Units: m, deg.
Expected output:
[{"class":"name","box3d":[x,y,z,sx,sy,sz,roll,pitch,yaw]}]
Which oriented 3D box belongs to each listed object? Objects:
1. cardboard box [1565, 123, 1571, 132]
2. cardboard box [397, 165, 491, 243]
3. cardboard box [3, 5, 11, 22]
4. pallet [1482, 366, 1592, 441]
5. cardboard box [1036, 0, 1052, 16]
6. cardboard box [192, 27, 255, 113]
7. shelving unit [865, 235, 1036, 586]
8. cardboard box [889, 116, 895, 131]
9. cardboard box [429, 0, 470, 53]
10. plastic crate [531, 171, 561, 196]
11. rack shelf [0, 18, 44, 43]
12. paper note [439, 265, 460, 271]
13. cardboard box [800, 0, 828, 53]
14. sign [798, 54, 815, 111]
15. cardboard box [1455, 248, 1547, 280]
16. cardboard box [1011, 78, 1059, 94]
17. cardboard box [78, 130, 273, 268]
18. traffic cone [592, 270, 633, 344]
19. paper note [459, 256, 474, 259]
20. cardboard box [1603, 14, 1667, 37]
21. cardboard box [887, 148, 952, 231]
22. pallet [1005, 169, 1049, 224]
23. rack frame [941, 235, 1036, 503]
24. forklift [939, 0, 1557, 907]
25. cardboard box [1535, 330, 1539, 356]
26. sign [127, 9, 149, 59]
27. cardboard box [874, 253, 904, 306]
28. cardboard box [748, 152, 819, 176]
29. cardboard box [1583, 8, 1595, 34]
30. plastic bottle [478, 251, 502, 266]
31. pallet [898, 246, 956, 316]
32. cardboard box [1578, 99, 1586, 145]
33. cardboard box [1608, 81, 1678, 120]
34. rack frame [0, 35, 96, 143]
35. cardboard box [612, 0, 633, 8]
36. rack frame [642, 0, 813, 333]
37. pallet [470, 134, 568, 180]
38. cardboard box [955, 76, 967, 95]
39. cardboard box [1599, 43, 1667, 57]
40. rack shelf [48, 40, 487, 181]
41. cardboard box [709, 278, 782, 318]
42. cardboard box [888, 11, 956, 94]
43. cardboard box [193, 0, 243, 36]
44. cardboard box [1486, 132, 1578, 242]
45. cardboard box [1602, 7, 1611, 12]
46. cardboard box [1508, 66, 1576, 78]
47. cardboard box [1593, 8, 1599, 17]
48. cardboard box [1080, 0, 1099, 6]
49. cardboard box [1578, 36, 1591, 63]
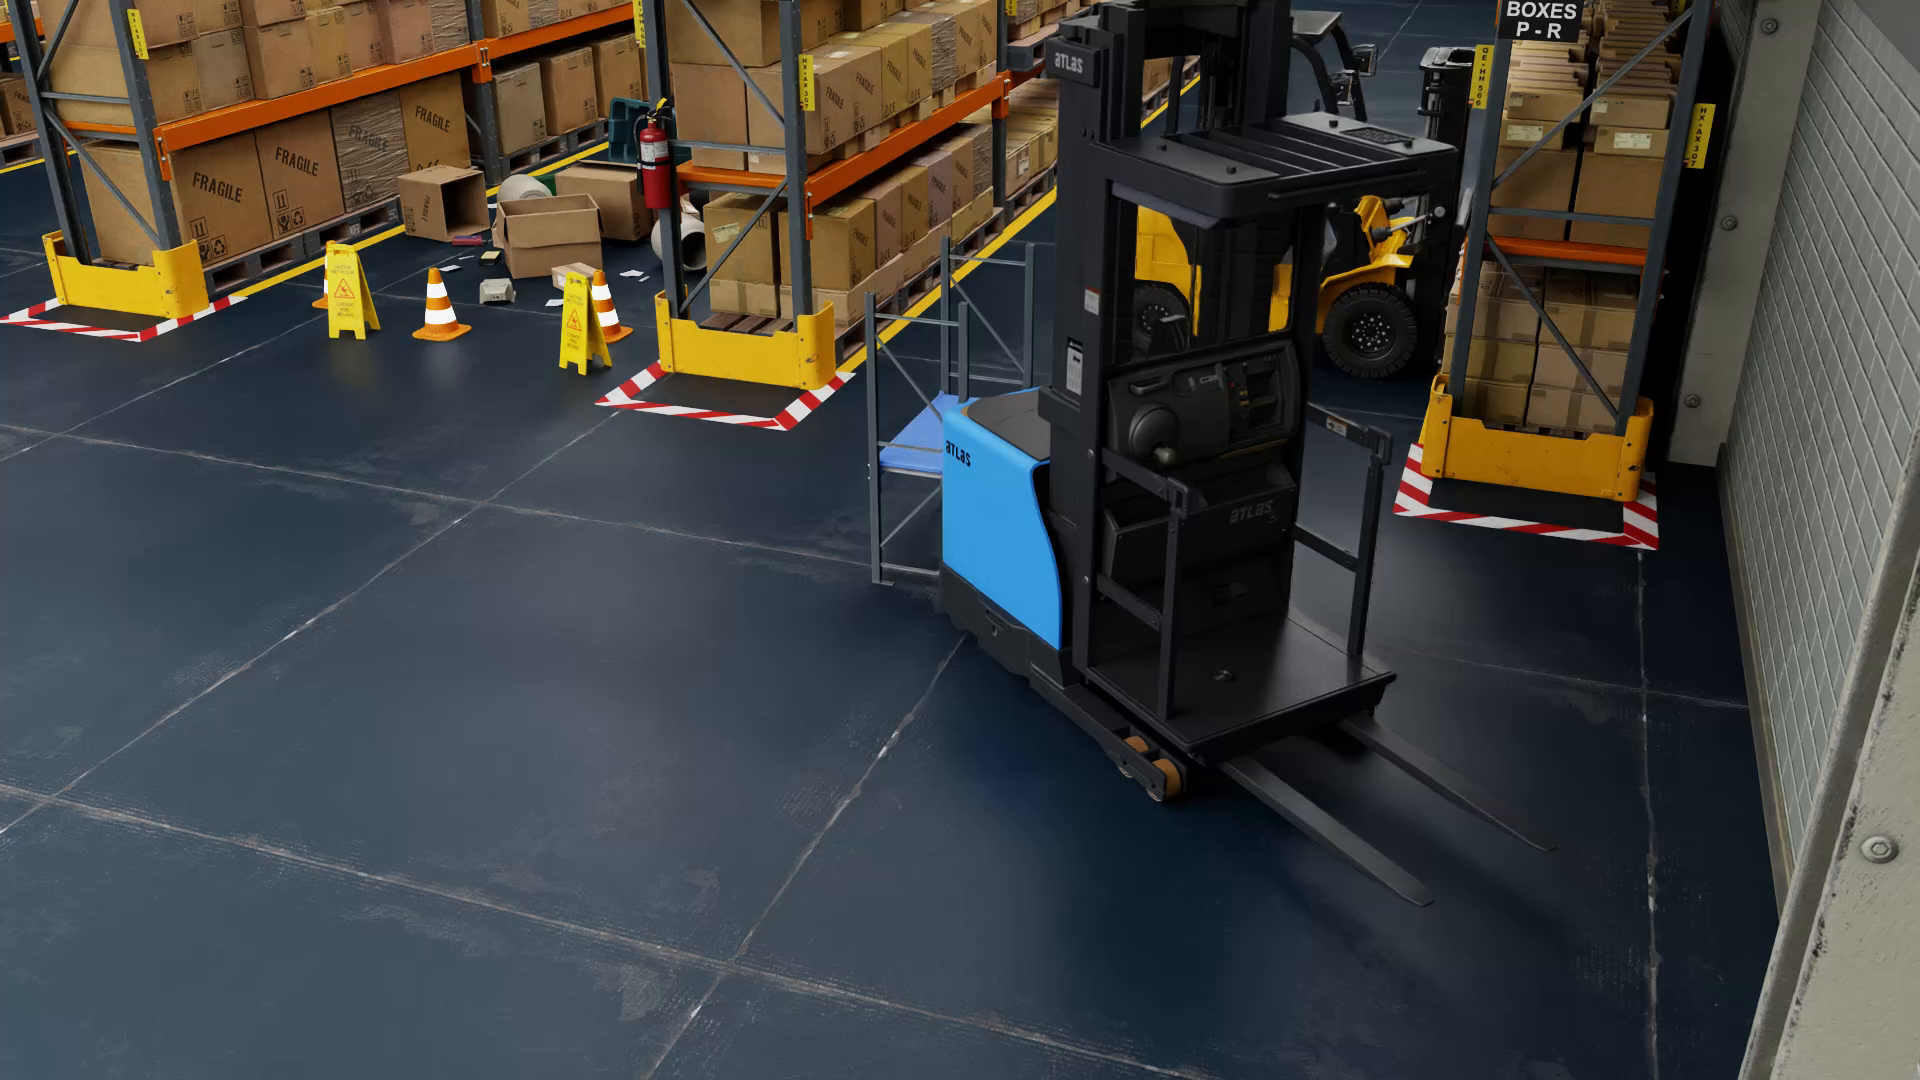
[{"class":"cardboard box","box3d":[3.299,-2.444,9.497,0.380,0.149,0.250,9,27,18]},{"class":"cardboard box","box3d":[-4.355,-2.845,14.049,0.500,0.500,0.500,14,29,26]},{"class":"cardboard box","box3d":[-9.336,-5.171,16.276,0.380,0.149,0.250,9,27,17]},{"class":"pallet","box3d":[3.461,-0.783,10.124,1.003,0.211,1.213,9,27,17]},{"class":"cardboard box","box3d":[0.488,-4.804,14.292,0.500,0.500,0.500,9,27,18]},{"class":"cardboard box","box3d":[-5.894,-3.568,12.504,0.875,0.550,0.550,9,27,17]},{"class":"shelving unit","box3d":[-0.028,-0.640,8.351,0.538,1.500,1.048,9,27,17]},{"class":"cardboard box","box3d":[-0.679,-2.961,11.712,0.380,0.149,0.250,10,27,19]},{"class":"cardboard box","box3d":[-4.918,-4.670,14.781,0.875,0.550,0.550,9,27,17]},{"class":"plastic crate","box3d":[-3.629,-3.255,15.190,0.662,0.188,0.450,-20,23,-36]},{"class":"rack shelf","box3d":[-10.115,-4.371,15.161,1.077,0.370,4.000,9,27,17]},{"class":"paper note","box3d":[-4.028,-2.156,13.169,0.144,0.017,0.142,20,32,35]},{"class":"cardboard box","box3d":[-1.296,-3.513,10.960,0.700,0.500,0.500,9,27,18]},{"class":"sign","box3d":[-0.924,-2.747,9.987,0.100,0.325,0.005,9,27,17]},{"class":"cardboard box","box3d":[3.270,-1.564,10.064,0.500,0.250,0.500,9,27,18]},{"class":"cardboard box","box3d":[1.029,-4.499,17.133,0.950,0.372,0.625,7,27,14]},{"class":"cardboard box","box3d":[-5.974,-2.633,12.702,0.875,0.875,0.875,9,27,18]},{"class":"traffic cone","box3d":[-2.509,-1.658,11.642,0.336,0.463,0.334,9,27,17]},{"class":"paper note","box3d":[-3.997,-2.288,13.464,0.123,0.001,0.032,-20,33,-36]},{"class":"cardboard box","box3d":[4.558,-3.449,11.231,0.380,0.149,0.250,8,27,17]},{"class":"cardboard box","box3d":[-0.385,-2.667,12.629,0.500,0.500,0.500,10,28,20]},{"class":"pallet","box3d":[0.153,-3.144,15.002,1.003,0.211,1.213,9,27,17]},{"class":"rack frame","box3d":[0.141,-0.849,8.782,0.500,1.500,0.032,9,27,17]},{"class":"forklift","box3d":[1.088,-0.513,6.445,1.130,2.935,3.031,-15,29,-27]},{"class":"cardboard box","box3d":[3.291,-1.344,10.183,0.500,0.250,0.500,8,27,17]},{"class":"sign","box3d":[-5.616,-3.454,11.358,0.100,0.325,0.005,9,27,17]},{"class":"cardboard box","box3d":[-0.730,-1.887,11.879,0.500,0.250,0.500,10,27,19]},{"class":"cardboard box","box3d":[-1.127,-2.432,10.619,0.380,0.149,0.250,9,27,18]},{"class":"cardboard box","box3d":[4.206,-3.621,11.586,0.380,0.149,0.250,9,27,18]},{"class":"plastic bottle","box3d":[-3.771,-2.273,13.375,0.133,0.061,0.283,0,26,-1]},{"class":"pallet","box3d":[-0.699,-2.040,12.721,1.003,0.211,1.213,9,27,17]},{"class":"cardboard box","box3d":[3.989,-2.350,10.047,0.500,0.500,0.500,8,27,17]},{"class":"cardboard box","box3d":[3.707,-2.395,9.055,0.380,0.149,0.250,10,27,19]},{"class":"rack frame","box3d":[-9.450,-5.516,16.701,1.000,3.000,0.127,9,27,17]},{"class":"cardboard box","box3d":[-3.705,-5.810,17.193,0.500,0.500,0.500,8,27,17]},{"class":"rack frame","box3d":[-1.436,-2.436,10.338,1.000,3.000,0.127,9,27,17]},{"class":"pallet","box3d":[-4.620,-3.829,16.415,1.003,0.211,1.213,9,27,17]},{"class":"cardboard box","box3d":[-0.161,-3.591,13.012,0.380,0.149,0.250,9,27,18]},{"class":"cardboard box","box3d":[4.101,-2.927,10.152,0.380,0.149,0.250,9,27,18]},{"class":"rack shelf","box3d":[-5.472,-3.610,13.589,1.077,0.370,4.000,9,27,17]},{"class":"cardboard box","box3d":[-1.412,-1.768,11.633,0.500,0.250,0.500,9,27,17]},{"class":"cardboard box","box3d":[-0.351,-3.613,12.314,0.500,0.500,0.500,10,27,19]},{"class":"cardboard box","box3d":[-5.881,-4.052,12.265,0.875,0.550,0.550,9,27,17]},{"class":"cardboard box","box3d":[3.162,-2.003,9.329,0.500,0.500,0.500,8,27,16]},{"class":"cardboard box","box3d":[5.035,-3.914,12.533,0.380,0.149,0.250,8,27,16]},{"class":"cardboard box","box3d":[3.281,-2.583,9.443,0.380,0.149,0.250,9,27,19]},{"class":"cardboard box","box3d":[5.346,-4.104,13.383,0.500,0.250,0.500,8,27,16]},{"class":"cardboard box","box3d":[1.107,-5.182,15.817,0.380,0.149,0.250,9,27,18]},{"class":"cardboard box","box3d":[3.771,-3.098,10.506,0.380,0.149,0.250,9,27,18]}]
